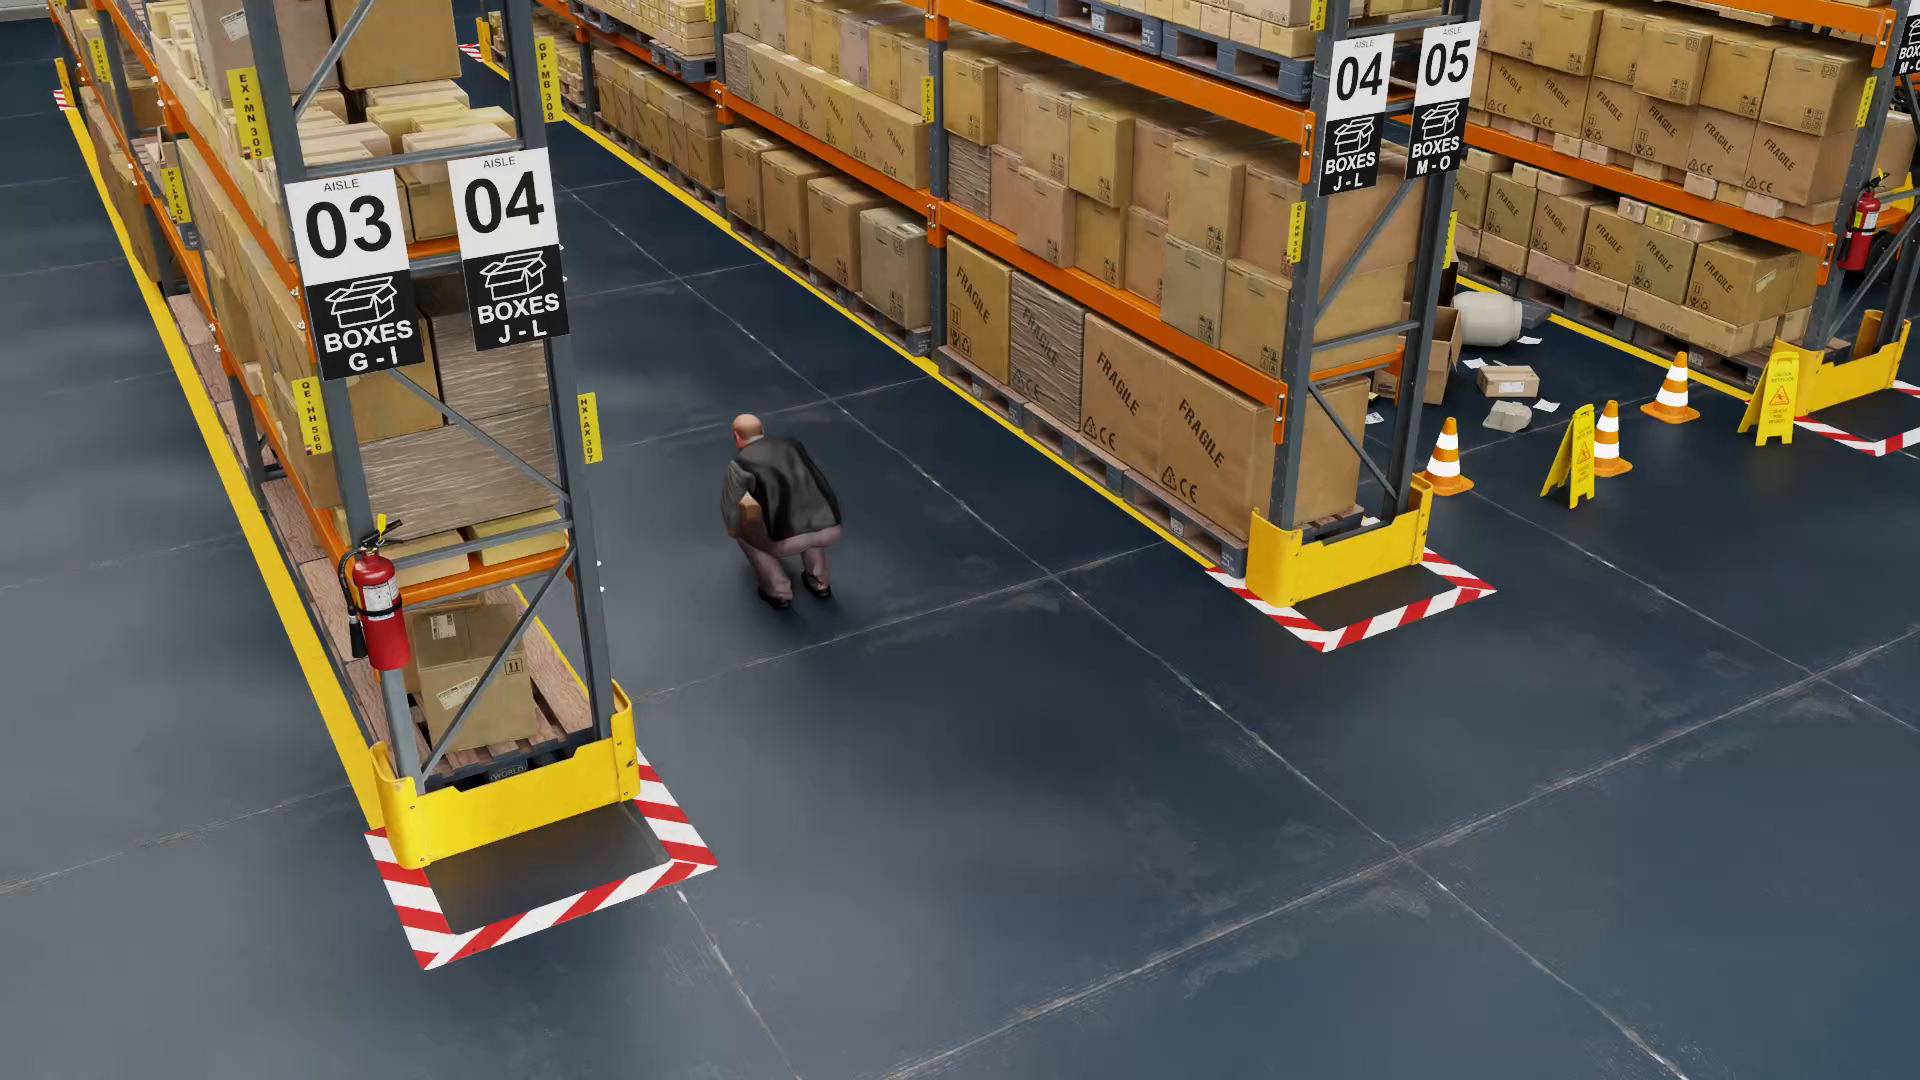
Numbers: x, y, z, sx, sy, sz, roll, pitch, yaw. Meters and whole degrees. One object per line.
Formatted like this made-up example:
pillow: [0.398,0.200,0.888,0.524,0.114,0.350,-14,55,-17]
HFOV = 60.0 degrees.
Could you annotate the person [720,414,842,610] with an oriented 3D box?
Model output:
person: [-1.053,-0.163,9.632,0.548,1.009,0.863,-16,33,-26]
